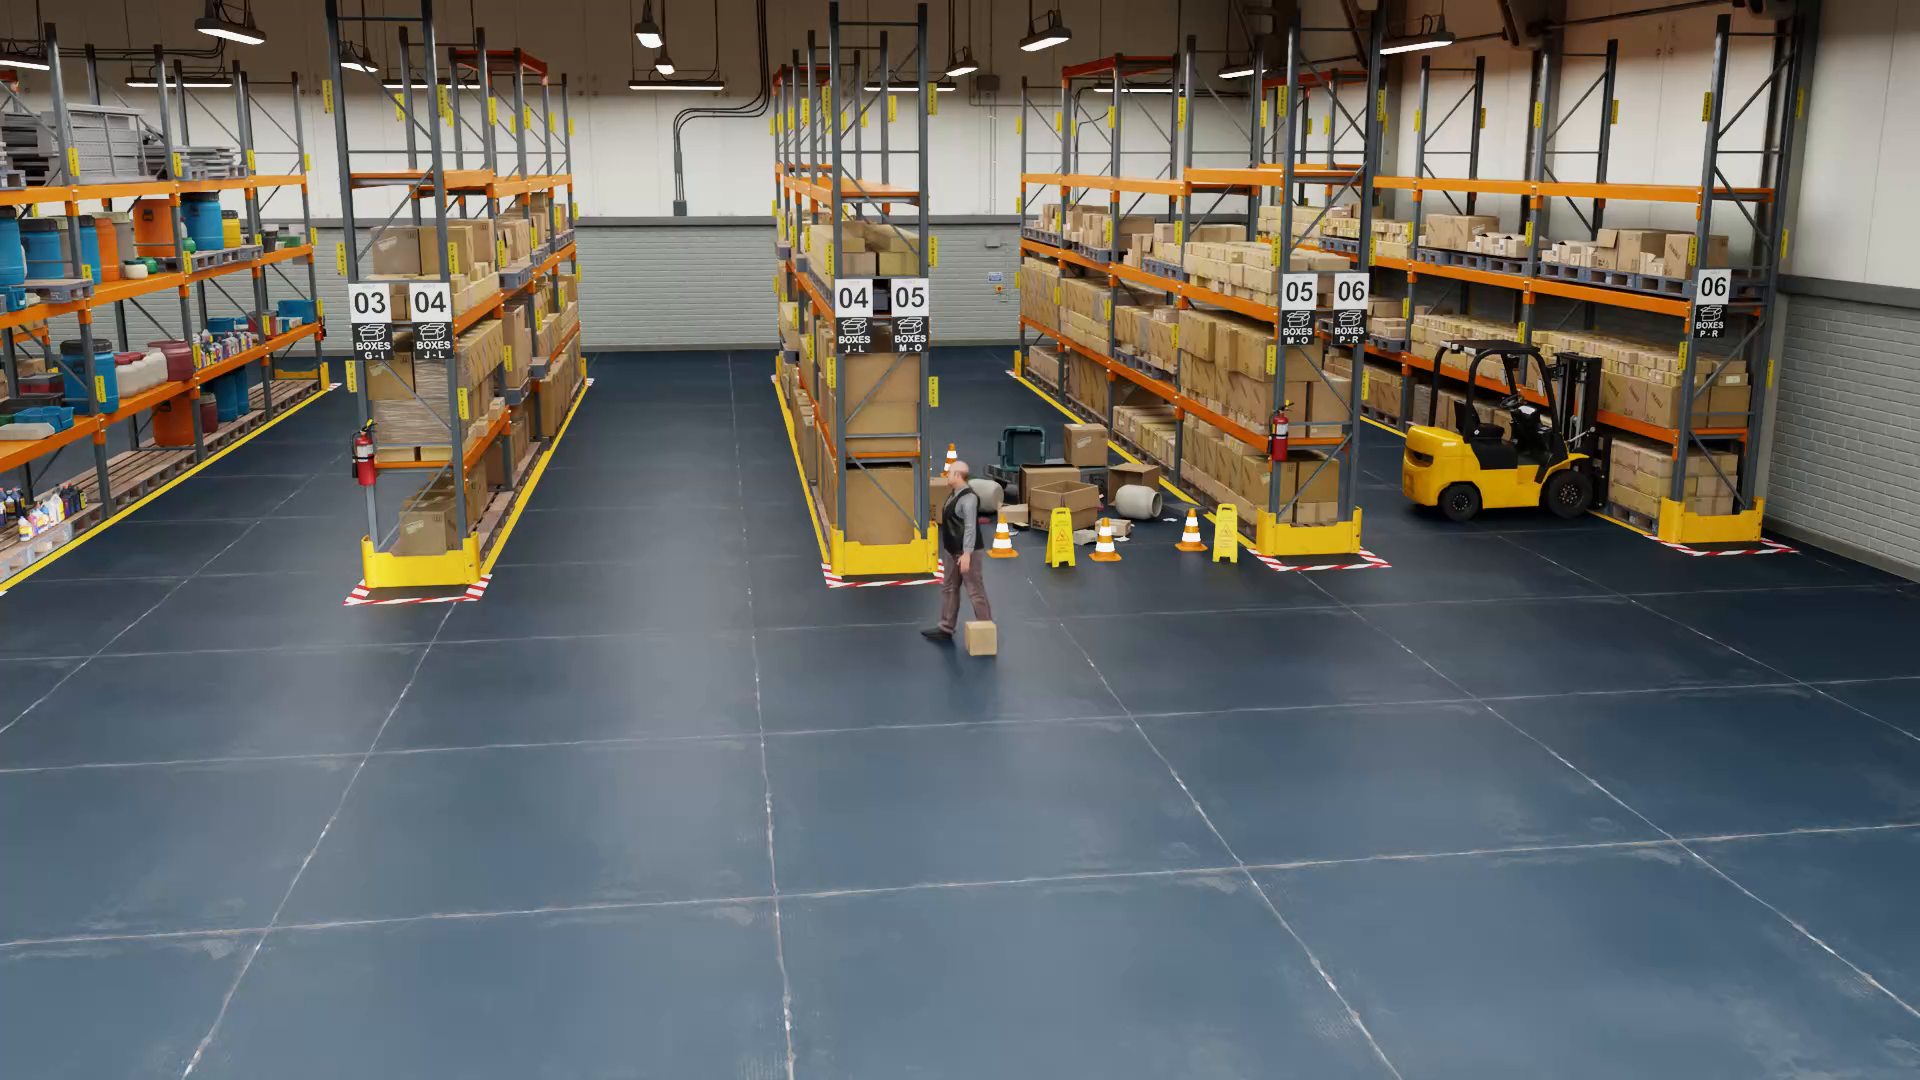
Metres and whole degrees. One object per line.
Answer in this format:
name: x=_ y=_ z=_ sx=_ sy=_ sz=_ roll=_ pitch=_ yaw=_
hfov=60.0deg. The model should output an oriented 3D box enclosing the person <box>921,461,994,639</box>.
person: x=-0.014 y=0.114 z=15.526 sx=0.629 sy=1.723 sz=0.613 roll=-4 pitch=14 yaw=-17
